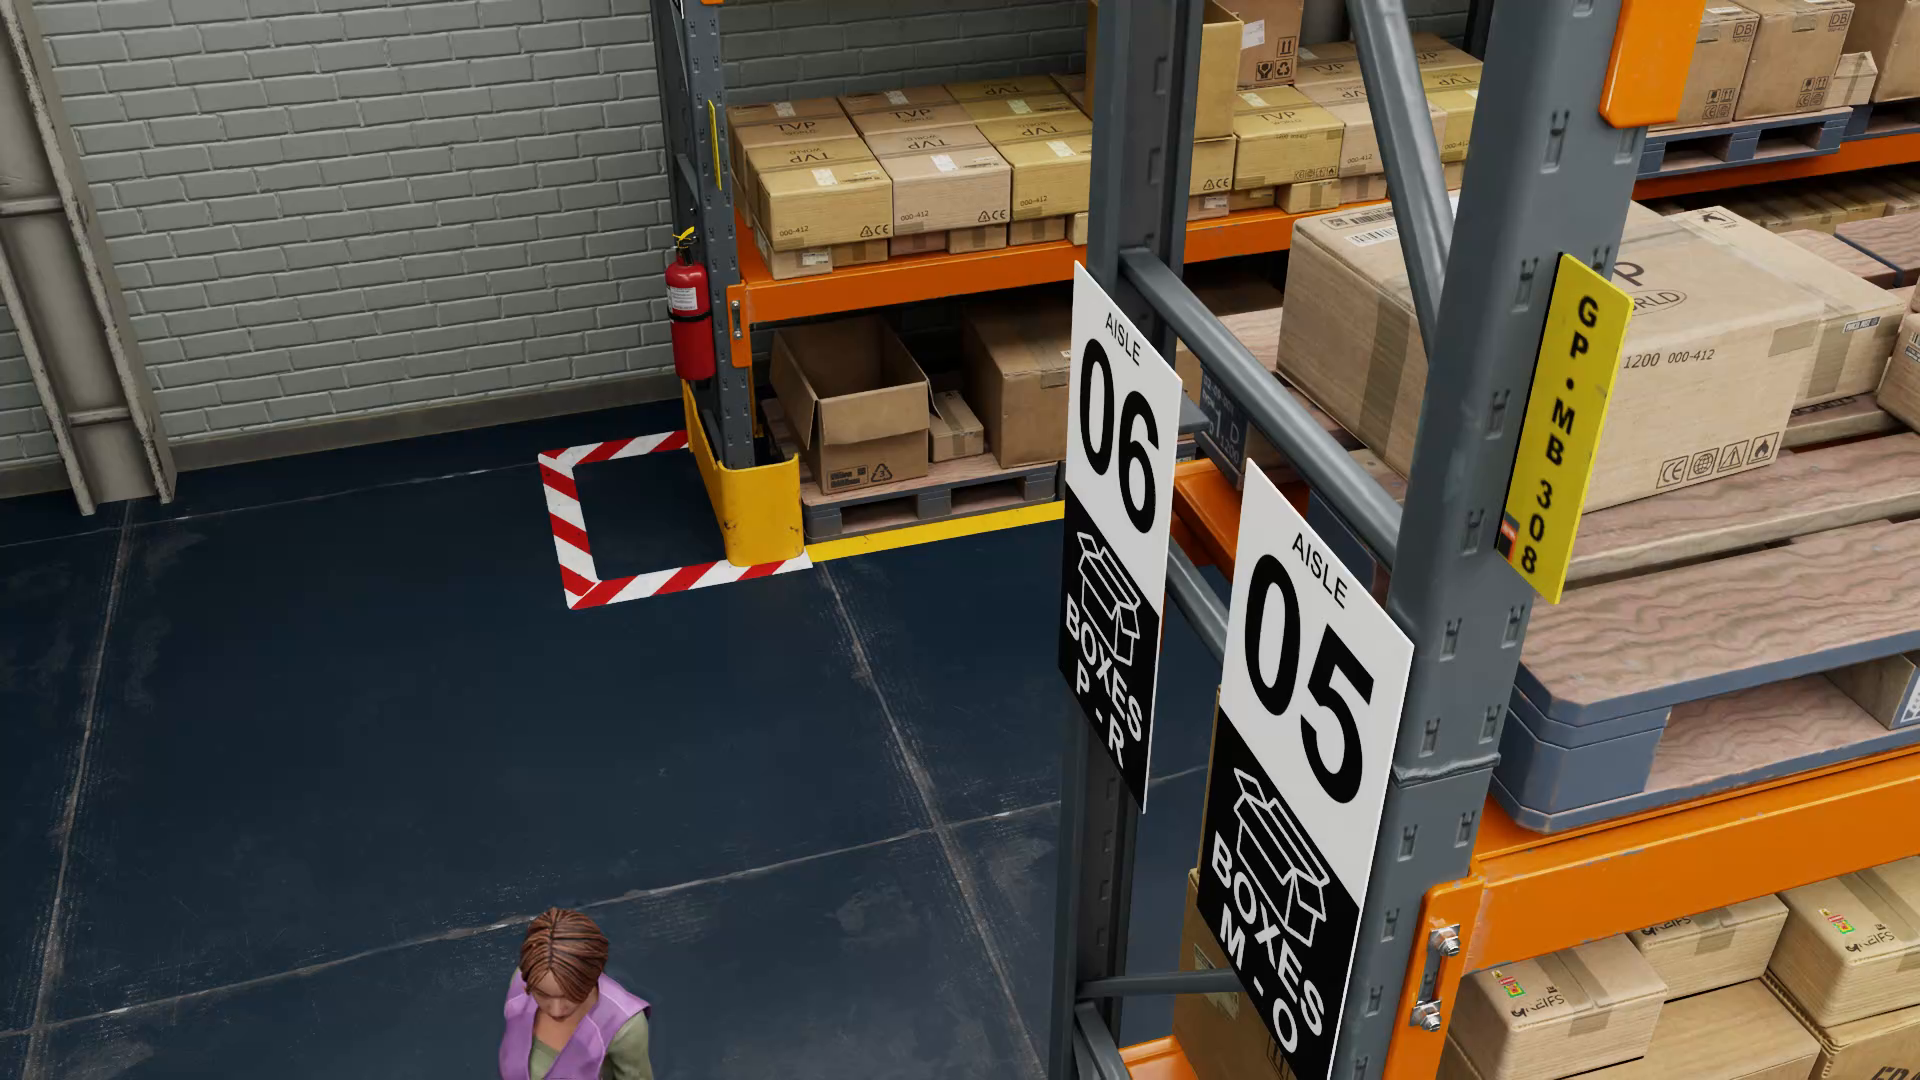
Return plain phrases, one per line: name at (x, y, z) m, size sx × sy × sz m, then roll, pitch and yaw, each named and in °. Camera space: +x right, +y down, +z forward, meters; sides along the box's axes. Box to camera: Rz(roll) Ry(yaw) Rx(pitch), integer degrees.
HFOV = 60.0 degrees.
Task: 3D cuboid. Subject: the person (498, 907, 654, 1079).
person at (-0.957, 1.495, 3.958) m, size 0.502 × 1.559 × 0.812 m, roll 15°, pitch 37°, yaw 20°
